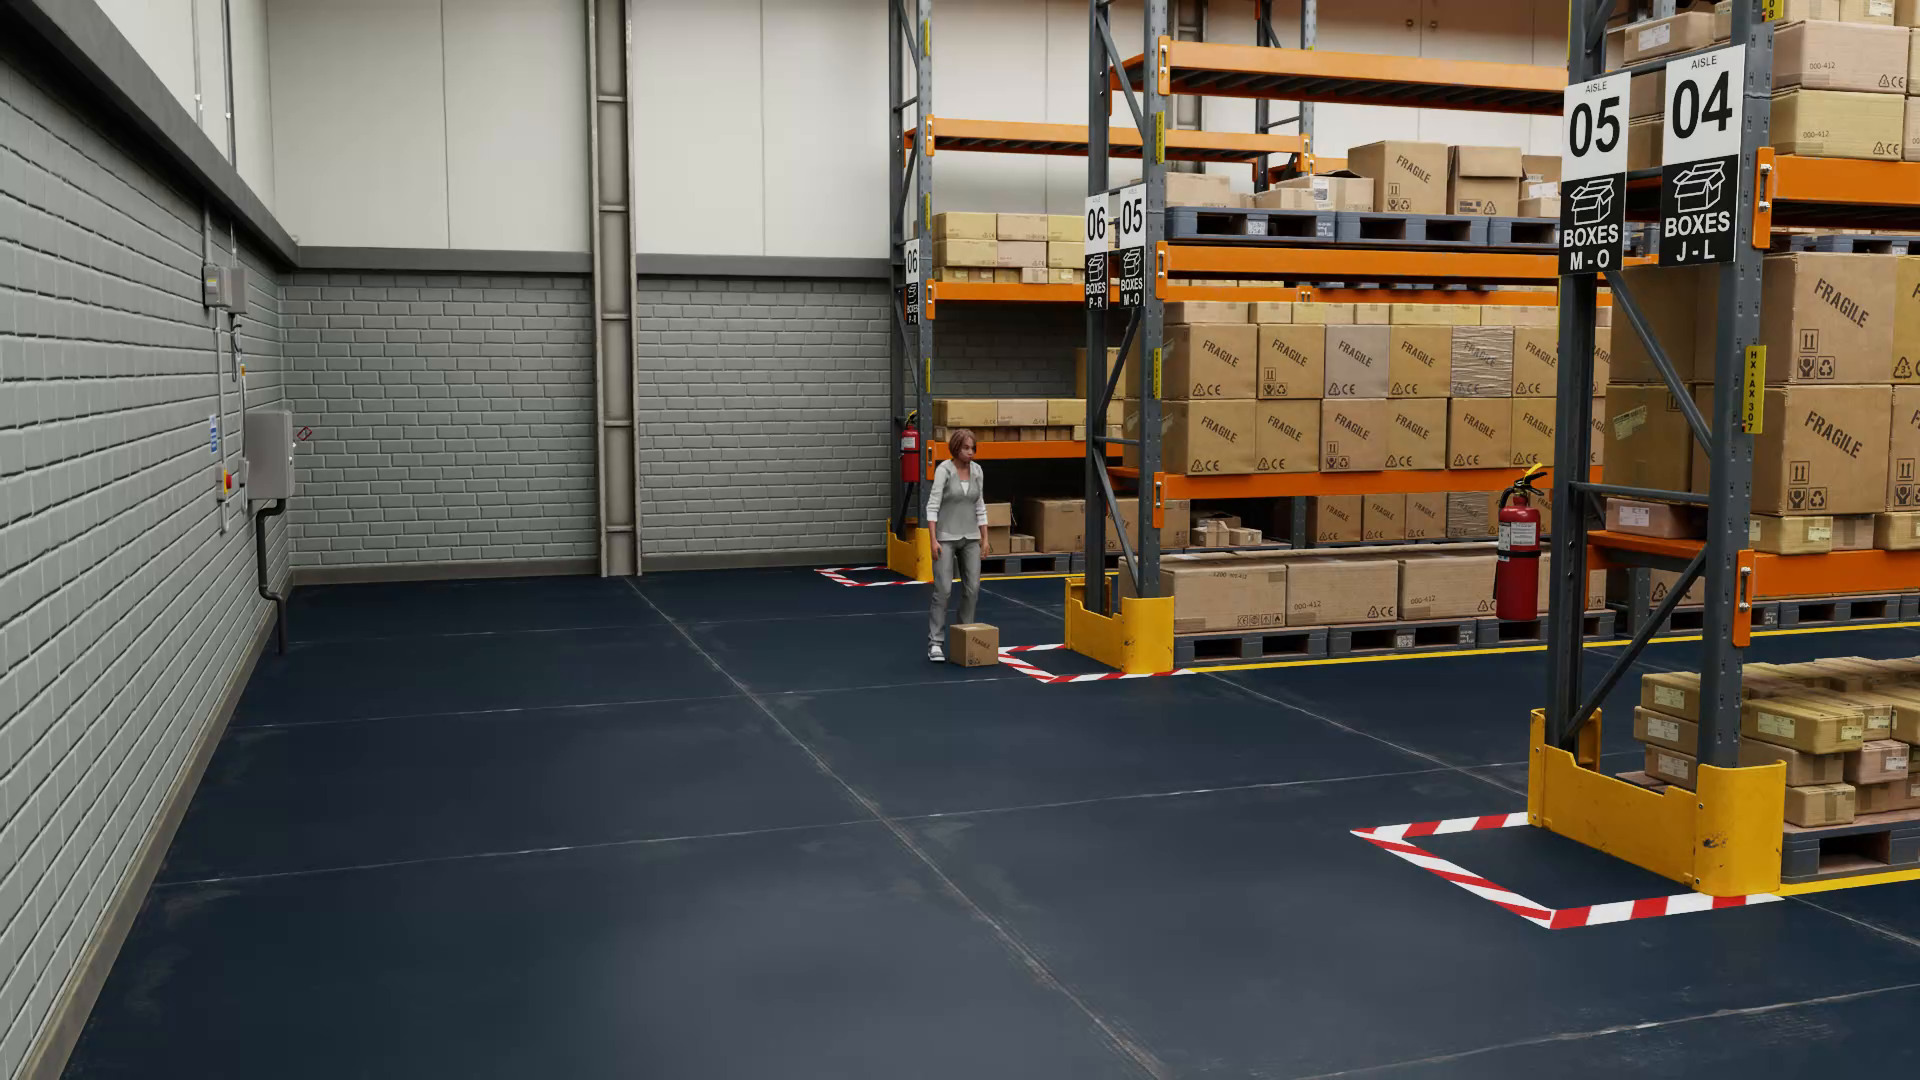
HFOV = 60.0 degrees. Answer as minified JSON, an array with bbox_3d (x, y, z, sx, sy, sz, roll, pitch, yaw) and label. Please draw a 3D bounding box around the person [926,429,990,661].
[{"bbox_3d":[-0.021,0.026,11.518,0.484,1.594,0.341,-3,7,-28],"label":"person"}]
